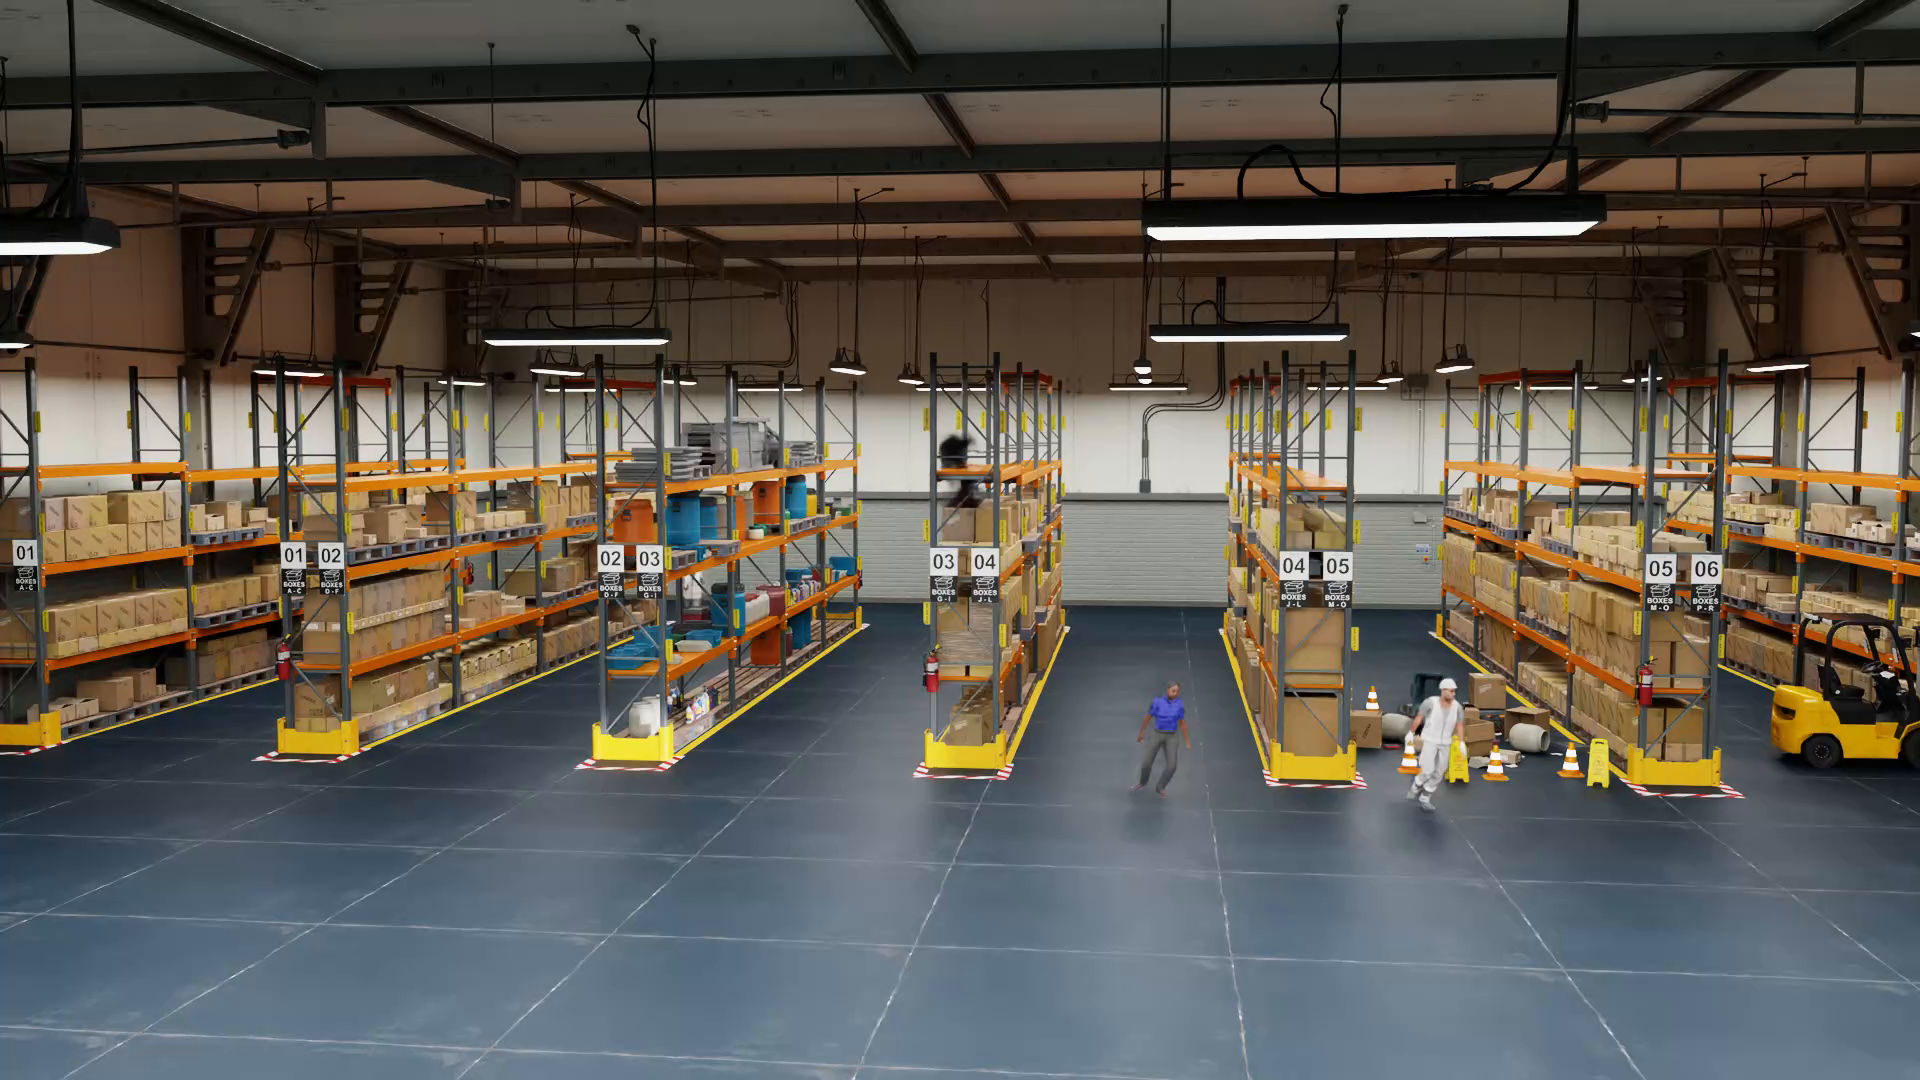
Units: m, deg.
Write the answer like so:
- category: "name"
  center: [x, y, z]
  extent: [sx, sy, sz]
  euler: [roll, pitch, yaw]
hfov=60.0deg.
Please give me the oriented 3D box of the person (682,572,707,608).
- category: "person"
  center: [-6.275, 1.365, 39.000]
  extent: [0.666, 1.750, 0.895]
  euler: [0, 4, -4]

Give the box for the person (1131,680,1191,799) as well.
- category: "person"
  center: [2.675, 2.645, 22.253]
  extent: [0.717, 1.604, 0.585]
  euler: [-1, 4, -9]

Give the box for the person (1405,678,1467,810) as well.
- category: "person"
  center: [6.126, 2.623, 21.396]
  extent: [0.672, 1.740, 0.607]
  euler: [-1, 4, -11]

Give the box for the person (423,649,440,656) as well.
- category: "person"
  center: [-10.512, 1.819, 33.027]
  extent: [0.609, 1.655, 0.611]
  euler: [0, 4, 3]
